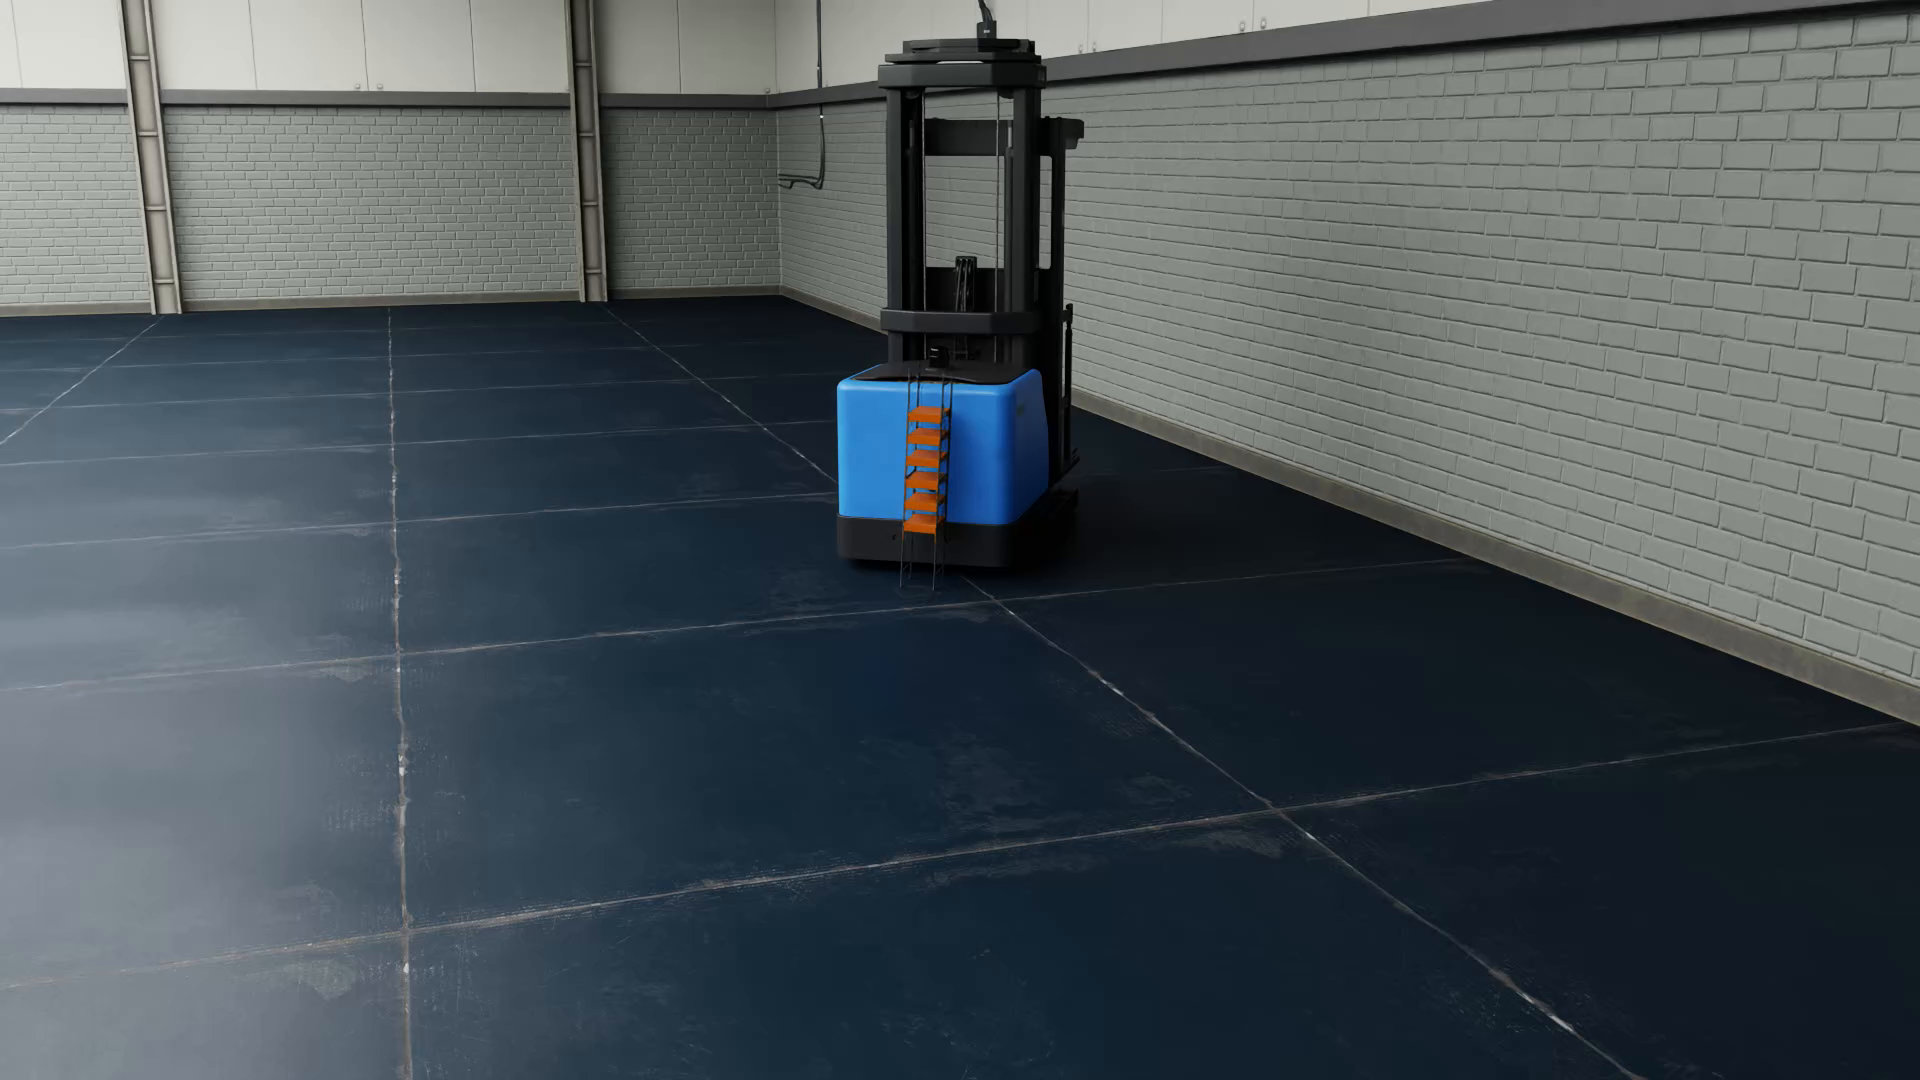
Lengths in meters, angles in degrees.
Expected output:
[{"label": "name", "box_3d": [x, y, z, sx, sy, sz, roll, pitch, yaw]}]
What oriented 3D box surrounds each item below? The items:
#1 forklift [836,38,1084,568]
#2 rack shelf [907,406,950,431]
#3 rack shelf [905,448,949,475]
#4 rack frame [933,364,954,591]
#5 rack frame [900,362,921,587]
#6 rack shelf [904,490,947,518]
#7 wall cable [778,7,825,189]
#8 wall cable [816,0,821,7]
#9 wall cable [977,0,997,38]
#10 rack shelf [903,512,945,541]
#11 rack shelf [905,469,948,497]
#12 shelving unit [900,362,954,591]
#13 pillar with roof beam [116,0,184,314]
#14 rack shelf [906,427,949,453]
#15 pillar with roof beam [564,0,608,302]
[{"label": "forklift", "box_3d": [0.151, -1.567, 10.397, 1.130, 2.935, 3.031, 3, 14, 14]}, {"label": "rack shelf", "box_3d": [-0.164, -0.650, 8.897, 0.180, 0.103, 0.258, 6, 15, 11]}, {"label": "rack shelf", "box_3d": [-0.175, -0.417, 8.956, 0.180, 0.103, 0.258, 6, 15, 11]}, {"label": "rack frame", "box_3d": [-0.089, -0.335, 8.957, 0.006, 1.200, 0.240, 6, 15, 11]}, {"label": "rack frame", "box_3d": [-0.268, -0.353, 8.993, 0.006, 1.200, 0.240, 6, 15, 11]}, {"label": "rack shelf", "box_3d": [-0.187, -0.185, 9.016, 0.180, 0.103, 0.258, 6, 15, 11]}, {"label": "wall cable", "box_3d": [-2.443, -6.491, 24.697, 0.112, 2.526, 3.097, -4, 14, -18]}, {"label": "wall cable", "box_3d": [-1.581, -8.355, 21.618, 0.112, 2.526, 3.097, -4, 14, -18]}, {"label": "wall cable", "box_3d": [0.569, -7.573, 15.186, 0.169, 6.003, 2.305, -4, 14, -18]}, {"label": "rack shelf", "box_3d": [-0.192, -0.069, 9.046, 0.180, 0.103, 0.258, 6, 15, 11]}, {"label": "rack shelf", "box_3d": [-0.181, -0.301, 8.986, 0.180, 0.103, 0.258, 6, 15, 11]}, {"label": "shelving unit", "box_3d": [-0.179, -0.344, 8.975, 0.189, 1.200, 0.258, 6, 15, 11]}, {"label": "pillar with roof beam", "box_3d": [-9.971, -6.688, 18.812, 0.400, 9.000, 9.100, -4, 14, -18]}, {"label": "rack shelf", "box_3d": [-0.170, -0.533, 8.927, 0.180, 0.103, 0.258, 6, 15, 11]}, {"label": "pillar with roof beam", "box_3d": [-4.284, -7.130, 20.674, 0.400, 9.000, 9.100, -4, 14, -18]}]
